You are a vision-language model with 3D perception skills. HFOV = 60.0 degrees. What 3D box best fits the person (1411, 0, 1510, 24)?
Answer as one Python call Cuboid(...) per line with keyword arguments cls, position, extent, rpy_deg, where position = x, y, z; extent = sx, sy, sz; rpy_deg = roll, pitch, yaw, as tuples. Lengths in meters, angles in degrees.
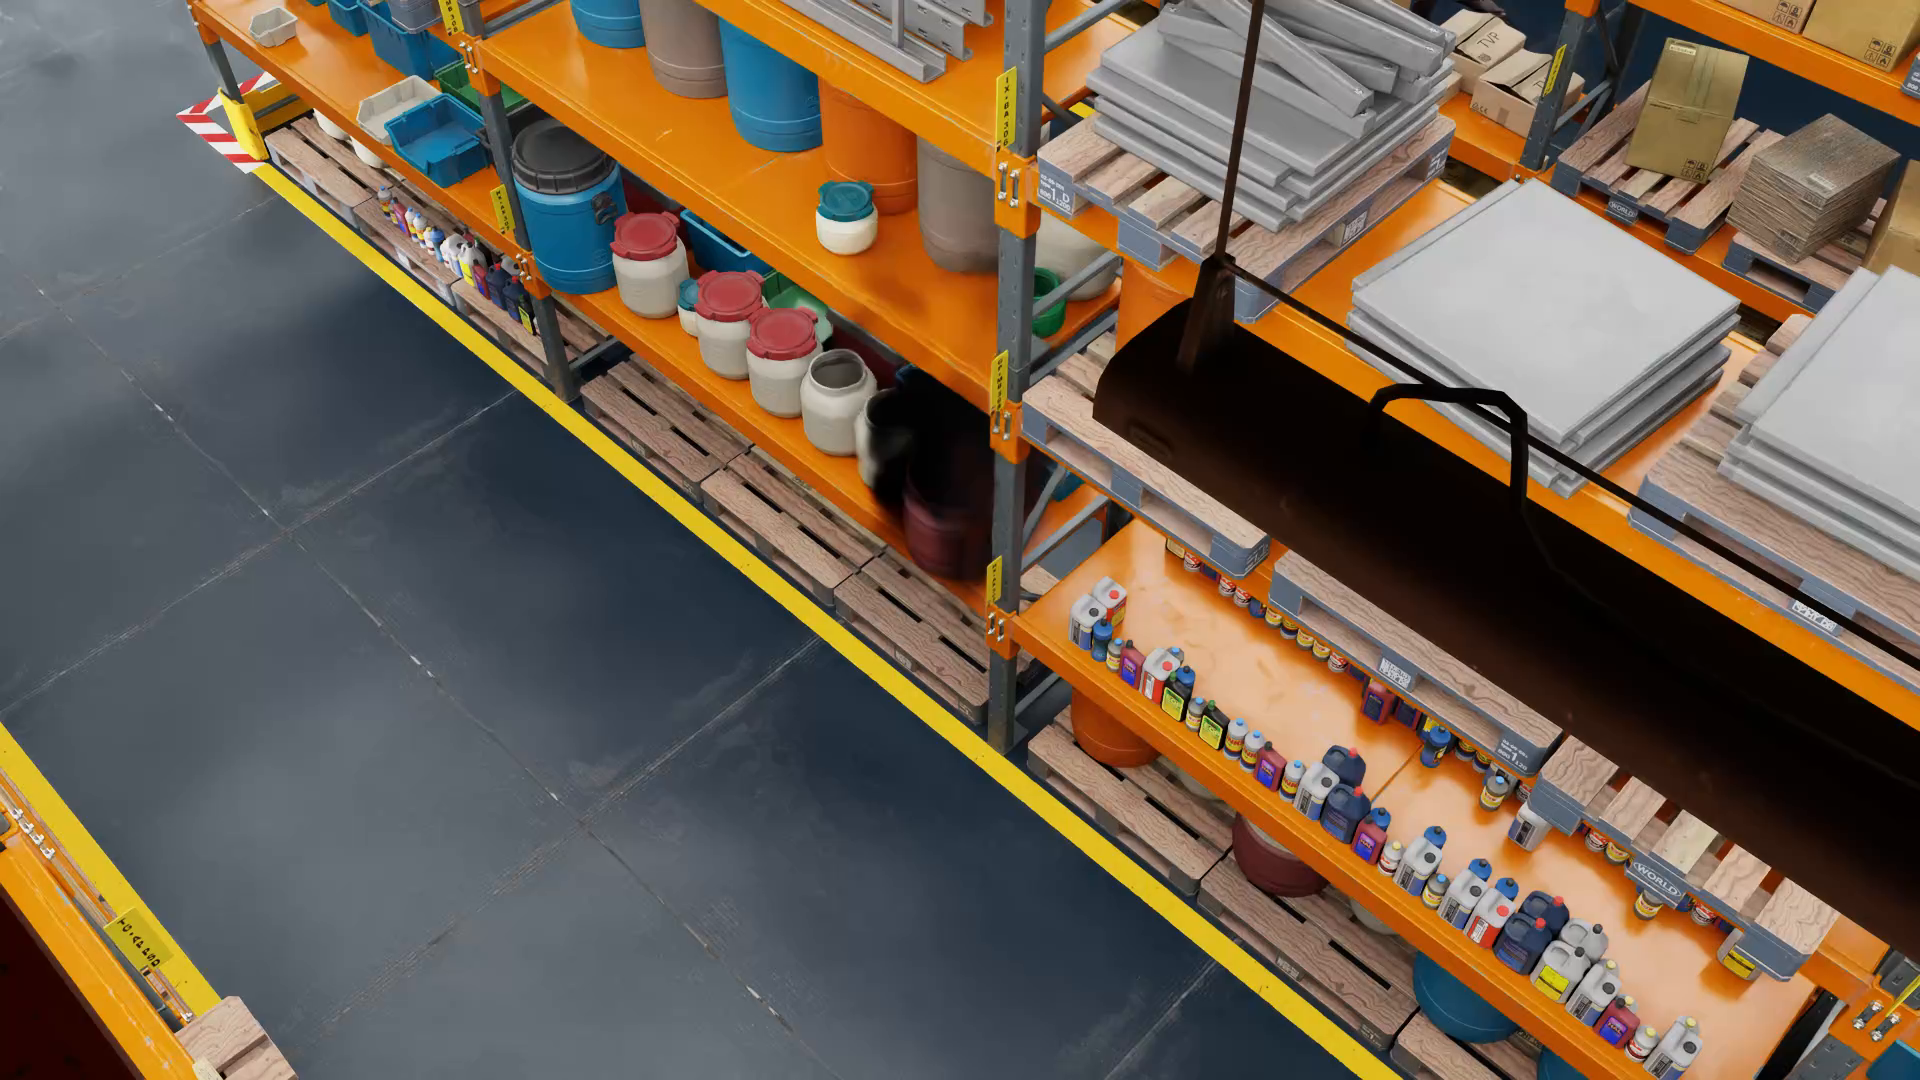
Cuboid(cls="person", position=(3.995, -4.676, 13.201), extent=(0.971, 1.689, 0.676), rpy_deg=(28, 55, 21))
